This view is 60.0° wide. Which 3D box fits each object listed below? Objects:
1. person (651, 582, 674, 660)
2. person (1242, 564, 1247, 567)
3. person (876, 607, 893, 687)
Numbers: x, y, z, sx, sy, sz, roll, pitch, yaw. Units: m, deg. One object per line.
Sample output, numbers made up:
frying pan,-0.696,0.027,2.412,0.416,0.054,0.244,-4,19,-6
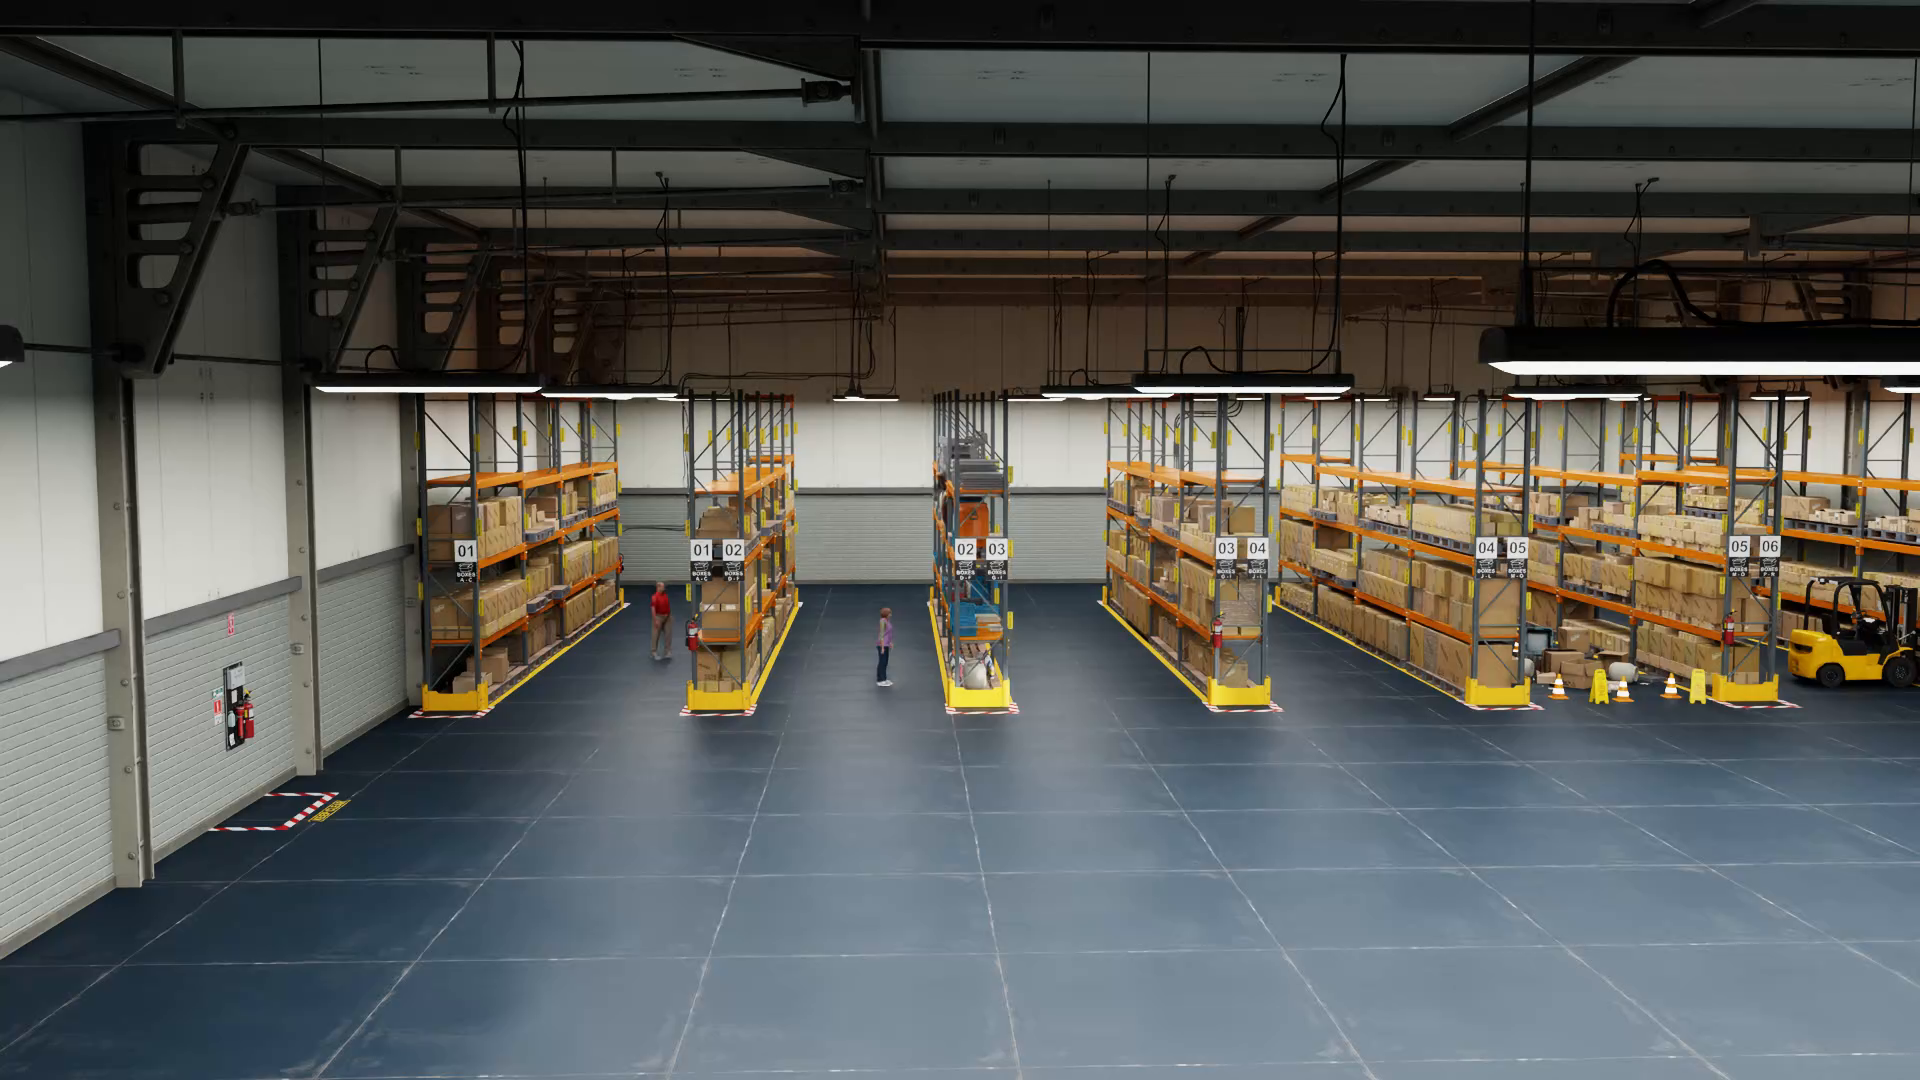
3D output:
person,-6.718,1.808,37.450,0.410,1.741,0.608,4,6,41
person,8.396,0.891,48.502,0.533,1.811,0.583,-3,6,-33
person,-1.541,2.179,33.731,0.334,1.572,0.440,1,5,11
